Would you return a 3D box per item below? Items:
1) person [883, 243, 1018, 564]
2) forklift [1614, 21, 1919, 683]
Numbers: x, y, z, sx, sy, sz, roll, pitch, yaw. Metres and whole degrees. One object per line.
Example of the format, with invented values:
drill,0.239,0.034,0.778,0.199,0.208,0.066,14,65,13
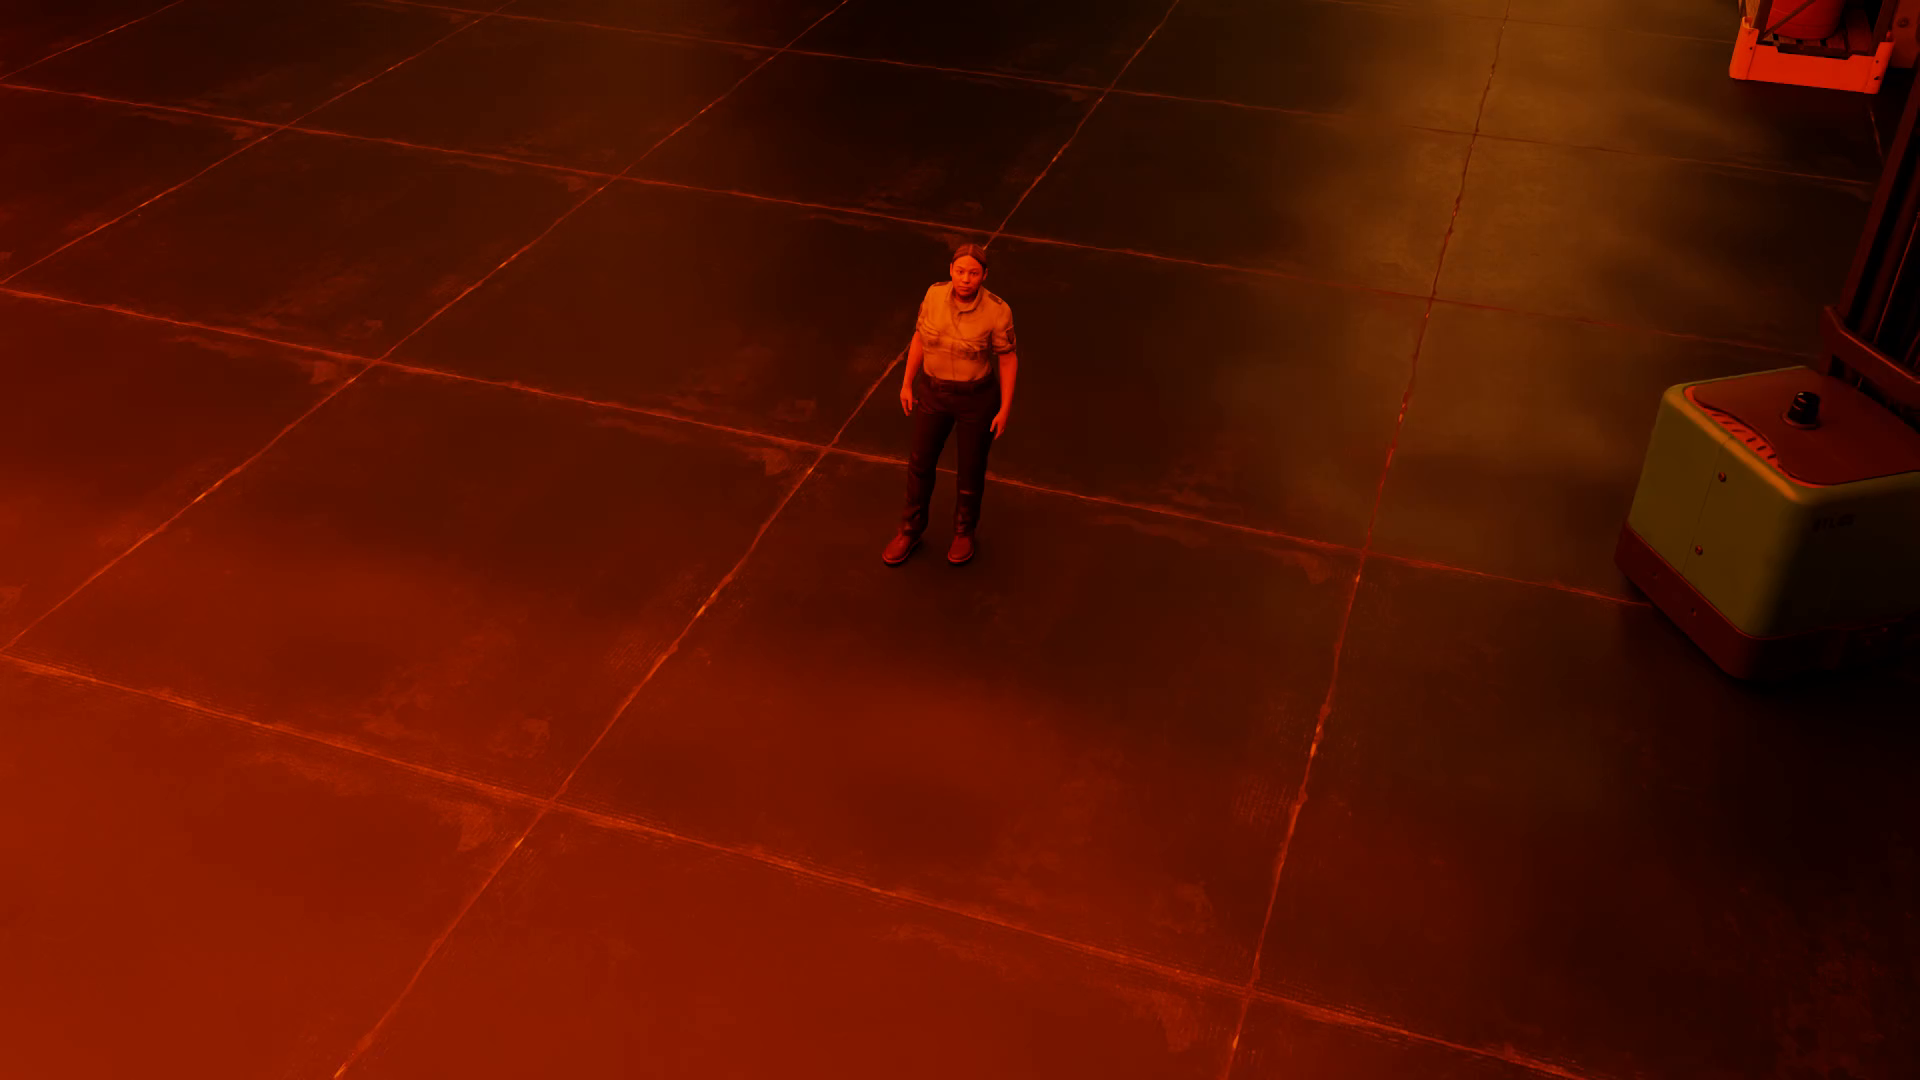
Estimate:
person,-0.052,-0.633,8.101,0.598,1.651,0.502,12,37,16
forklift,4.864,-1.006,7.530,3.031,2.935,1.130,-9,36,-13
